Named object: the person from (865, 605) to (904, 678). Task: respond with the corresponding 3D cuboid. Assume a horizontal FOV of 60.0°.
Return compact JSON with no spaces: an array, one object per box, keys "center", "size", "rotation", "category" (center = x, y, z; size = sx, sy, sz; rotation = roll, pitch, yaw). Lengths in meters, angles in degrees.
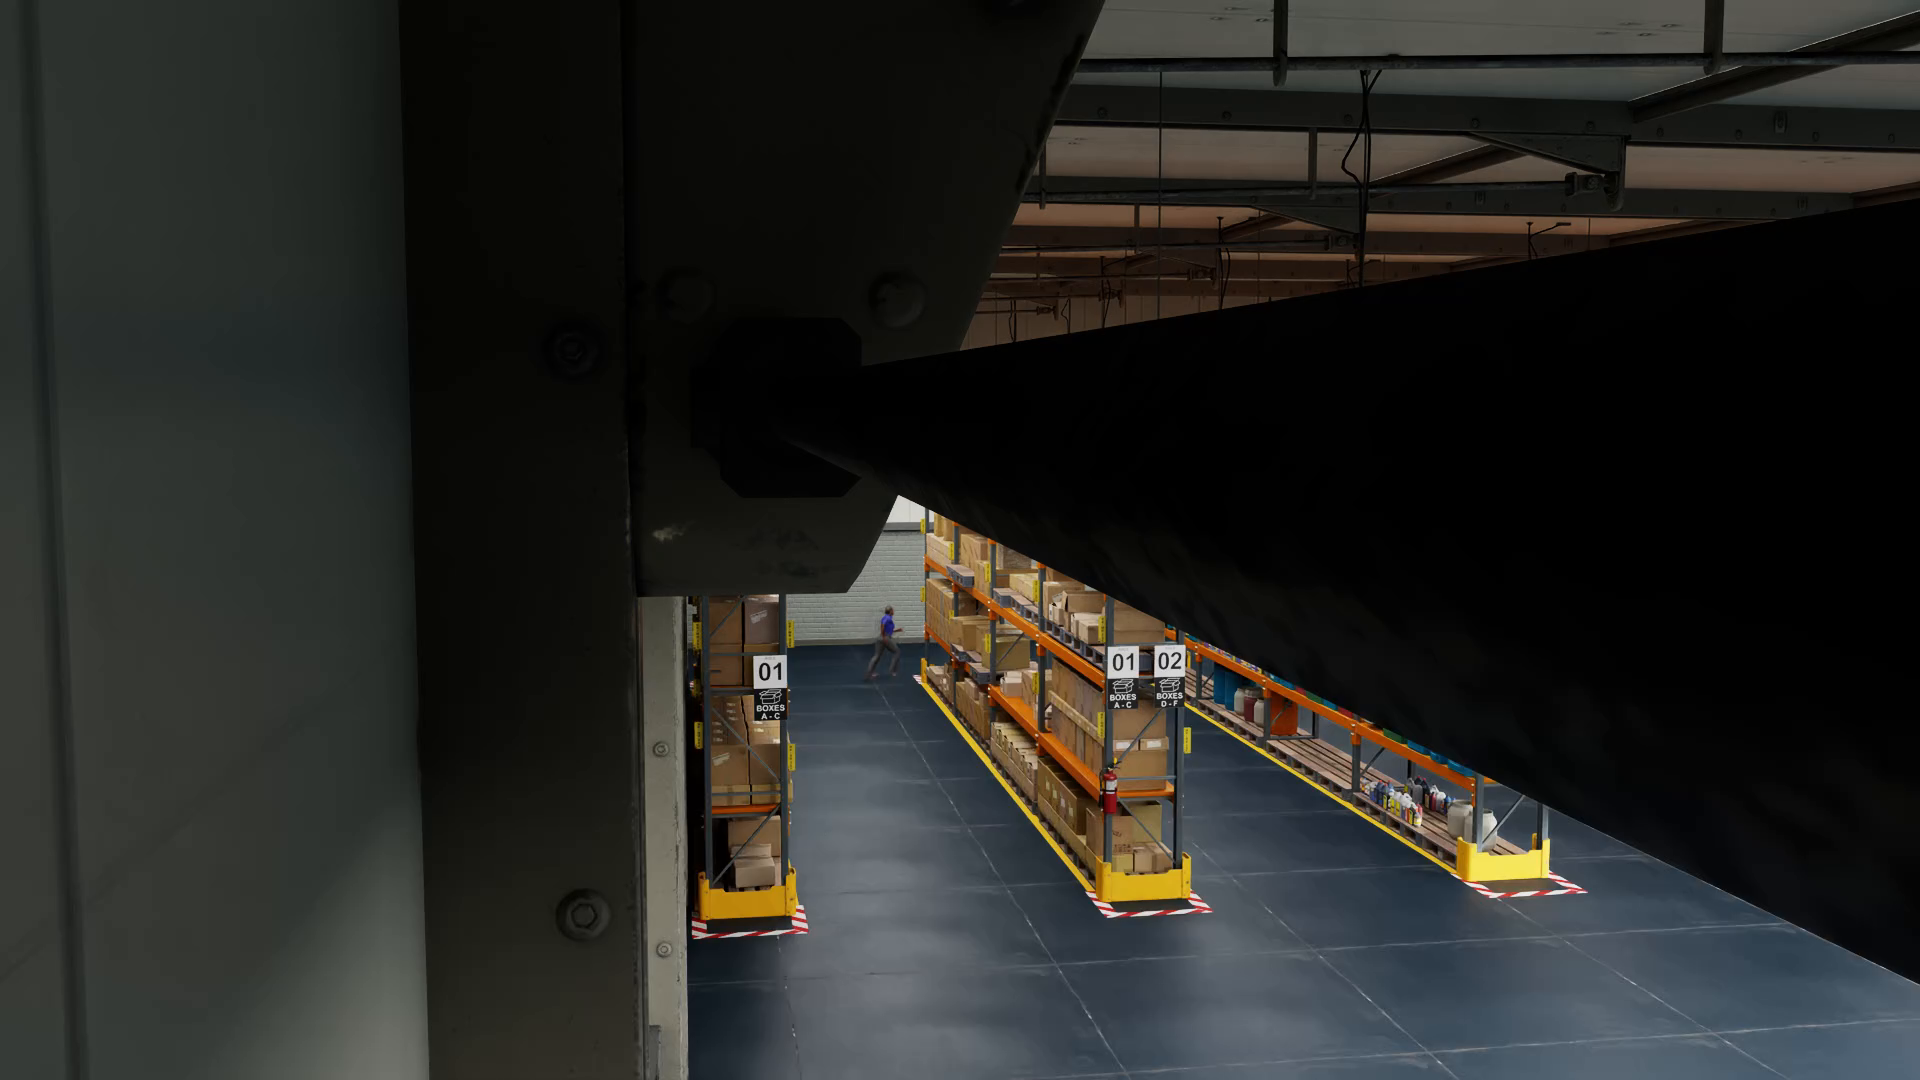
[{"center":[-1.652,2.273,37.066],"size":[0.974,1.600,0.566],"rotation":[-3,6,-27],"category":"person"}]
